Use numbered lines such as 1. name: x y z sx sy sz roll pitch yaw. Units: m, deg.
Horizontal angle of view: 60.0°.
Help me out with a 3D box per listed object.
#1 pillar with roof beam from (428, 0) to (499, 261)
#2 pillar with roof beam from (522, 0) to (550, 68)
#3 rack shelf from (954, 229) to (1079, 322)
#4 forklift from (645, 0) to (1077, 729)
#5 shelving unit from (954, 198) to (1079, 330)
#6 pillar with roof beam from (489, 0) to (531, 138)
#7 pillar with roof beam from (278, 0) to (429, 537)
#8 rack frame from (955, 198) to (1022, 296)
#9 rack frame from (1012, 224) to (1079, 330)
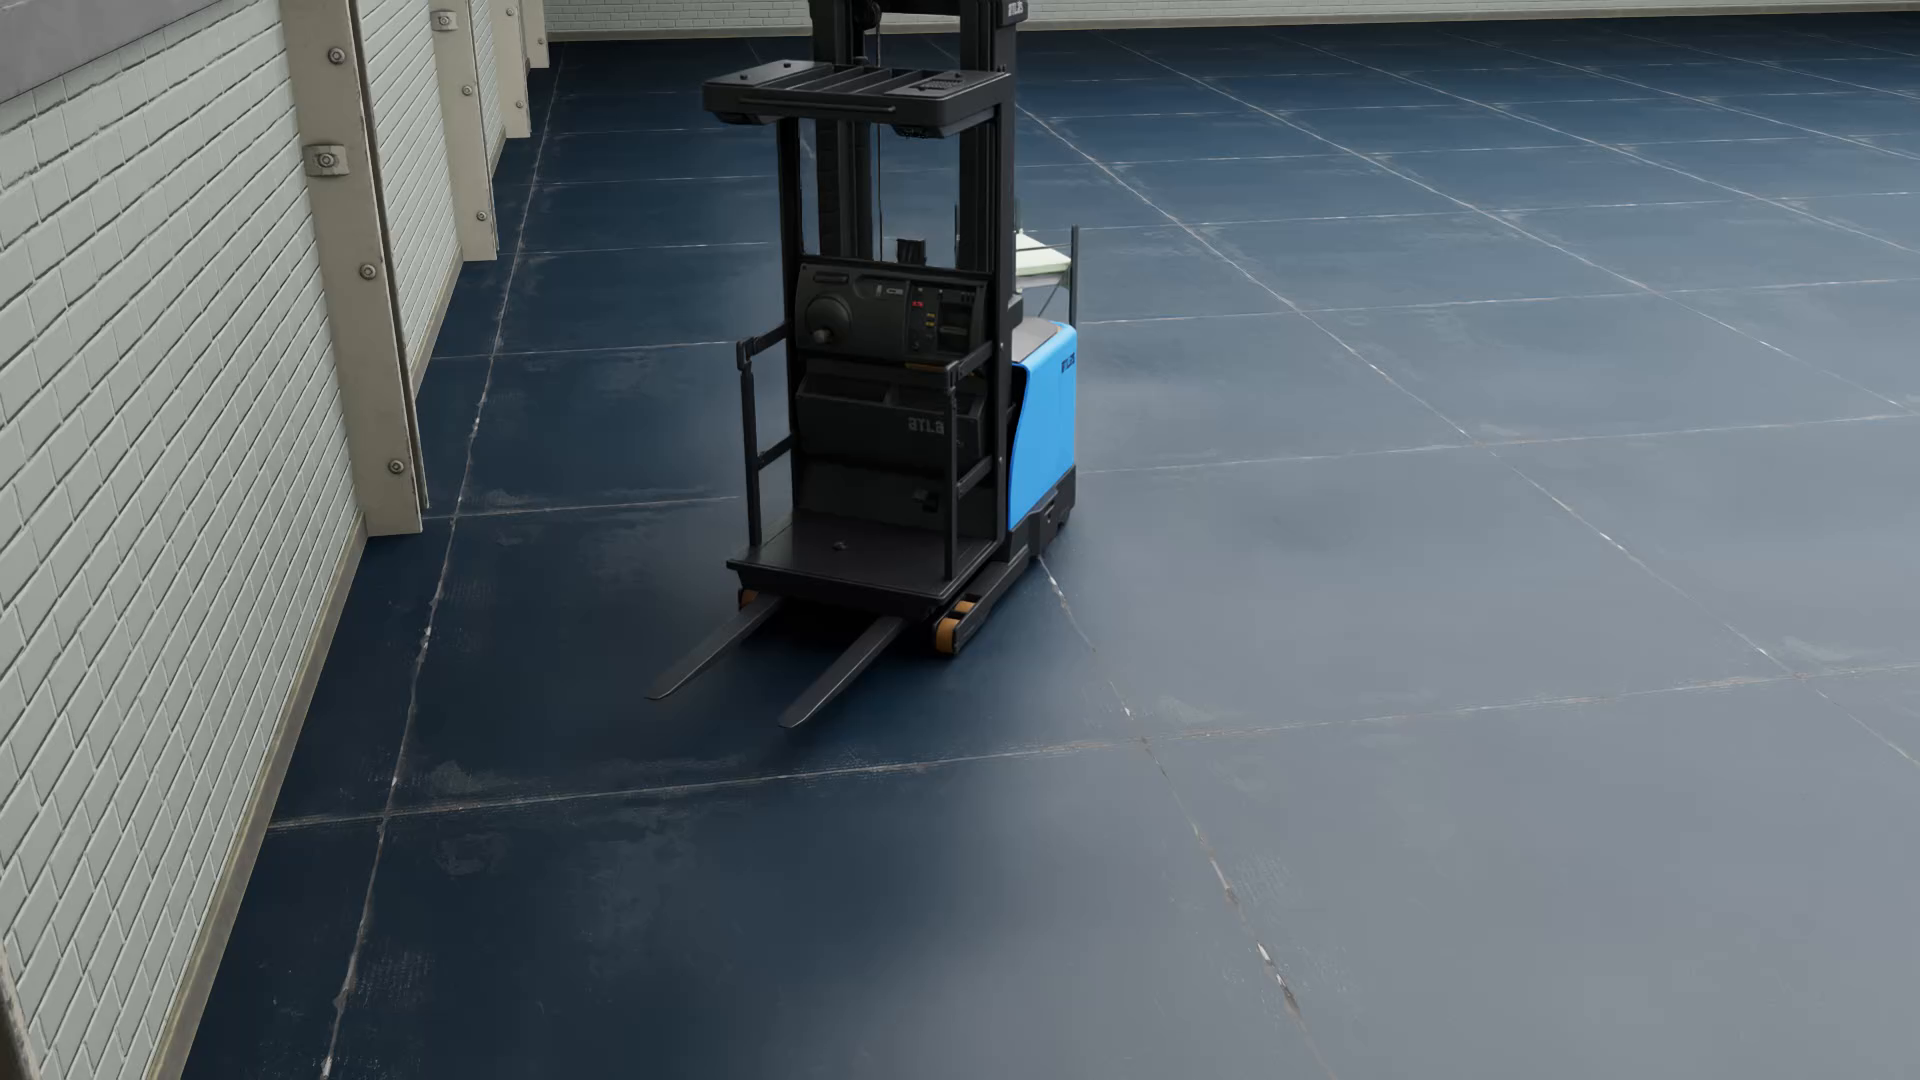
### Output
1. pillar with roof beam: 0.070 -6.908 13.324 9.100 9.000 0.400 -4 24 -10
2. pillar with roof beam: -2.149 -11.628 24.131 9.100 9.000 0.400 -4 24 -10
3. rack shelf: 0.303 -1.449 9.219 0.431 0.370 0.720 -10 25 -21
4. forklift: -0.401 -1.014 7.409 1.130 2.935 3.031 9 25 20
5. shelving unit: 0.303 -1.091 9.375 0.431 1.500 0.755 -10 25 -21
6. pillar with roof beam: -1.040 -9.268 18.727 9.100 9.000 0.400 -4 24 -10
7. pillar with roof beam: 1.179 -4.548 7.920 9.100 9.000 0.400 -4 24 -10
8. rack frame: 0.162 -1.227 9.685 0.400 1.500 0.023 -10 25 -21
9. rack frame: 0.445 -0.956 9.066 0.400 1.500 0.023 -10 25 -21
